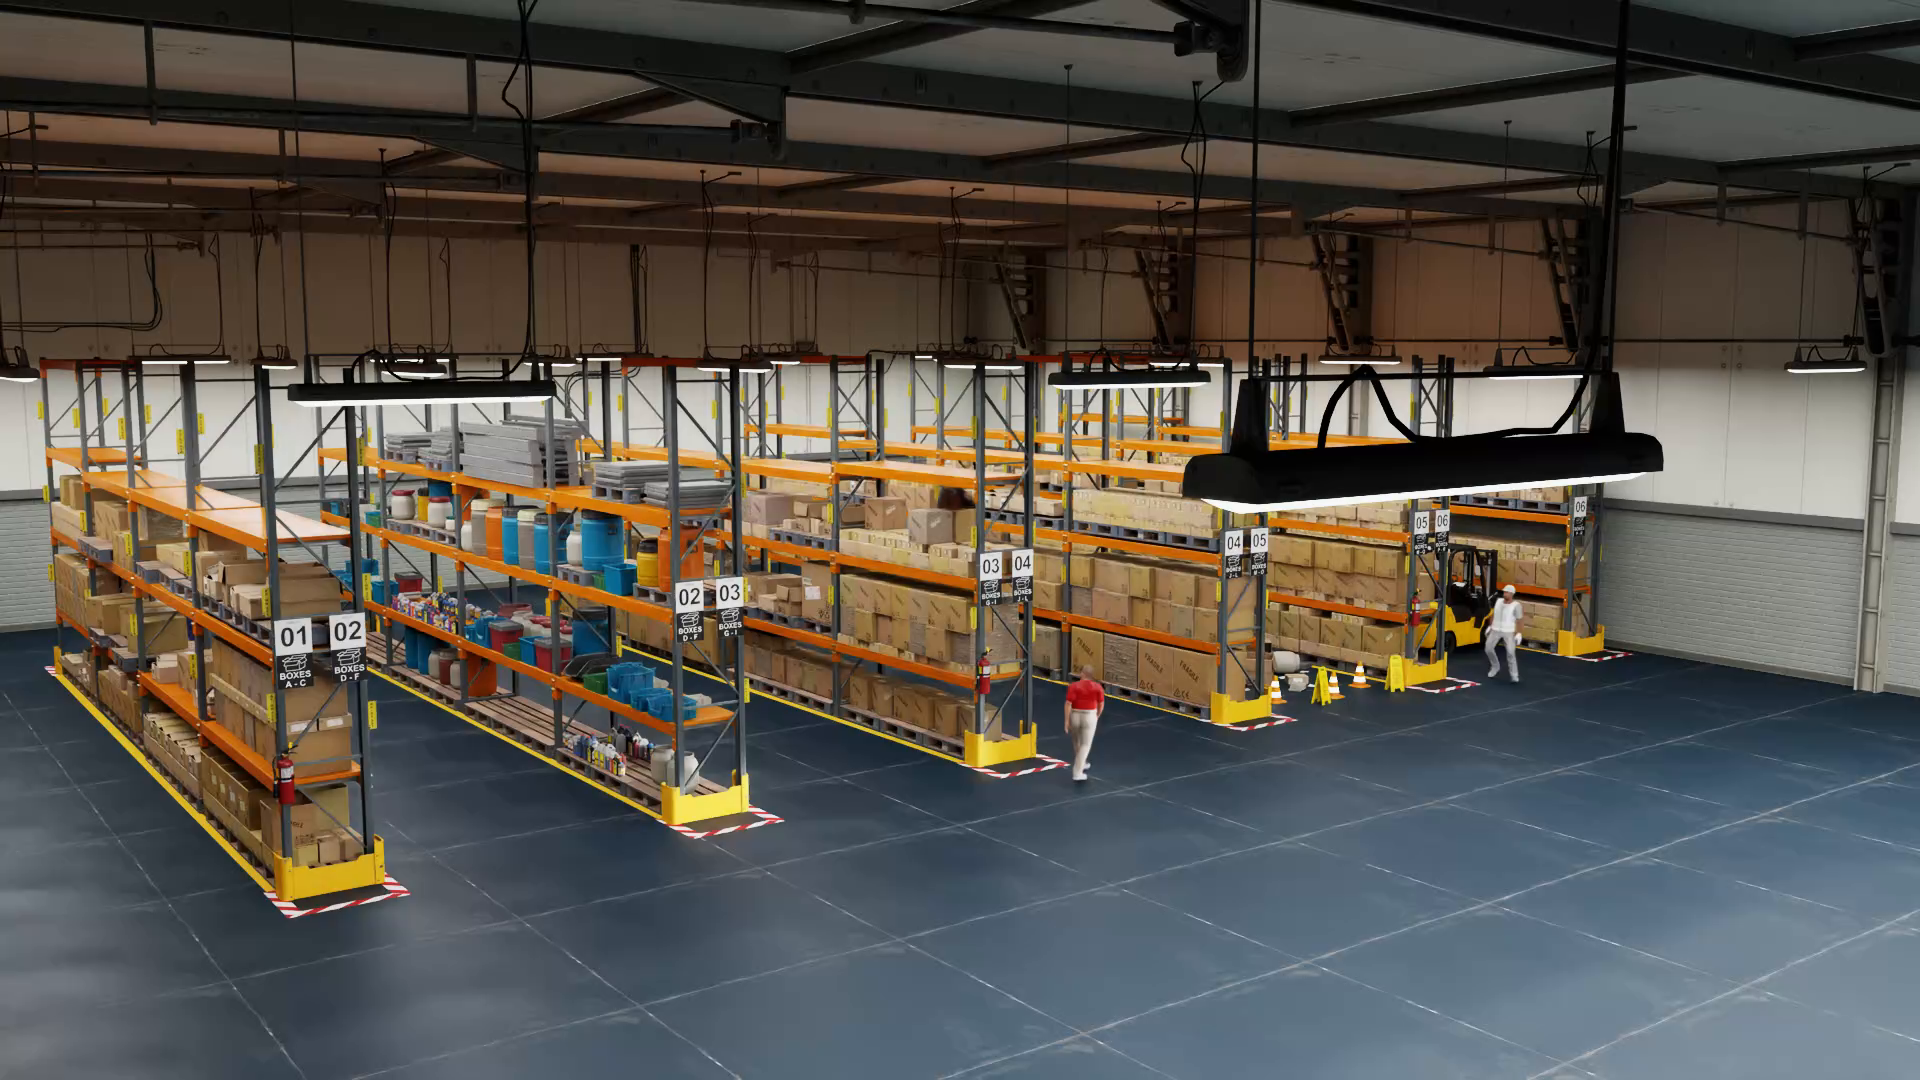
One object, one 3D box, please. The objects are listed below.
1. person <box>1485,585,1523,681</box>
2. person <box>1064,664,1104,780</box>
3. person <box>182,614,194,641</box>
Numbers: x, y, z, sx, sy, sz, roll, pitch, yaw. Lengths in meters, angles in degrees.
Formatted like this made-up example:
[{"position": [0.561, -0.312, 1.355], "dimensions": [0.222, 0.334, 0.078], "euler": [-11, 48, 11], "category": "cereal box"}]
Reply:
[{"position": [10.141, 1.716, 30.985], "dimensions": [0.680, 1.783, 0.407], "euler": [4, 8, 32], "category": "person"}, {"position": [1.847, 2.595, 24.113], "dimensions": [0.520, 1.660, 0.979], "euler": [3, 8, 25], "category": "person"}, {"position": [-15.091, 1.625, 32.491], "dimensions": [0.486, 1.672, 0.509], "euler": [-3, 8, -27], "category": "person"}]
